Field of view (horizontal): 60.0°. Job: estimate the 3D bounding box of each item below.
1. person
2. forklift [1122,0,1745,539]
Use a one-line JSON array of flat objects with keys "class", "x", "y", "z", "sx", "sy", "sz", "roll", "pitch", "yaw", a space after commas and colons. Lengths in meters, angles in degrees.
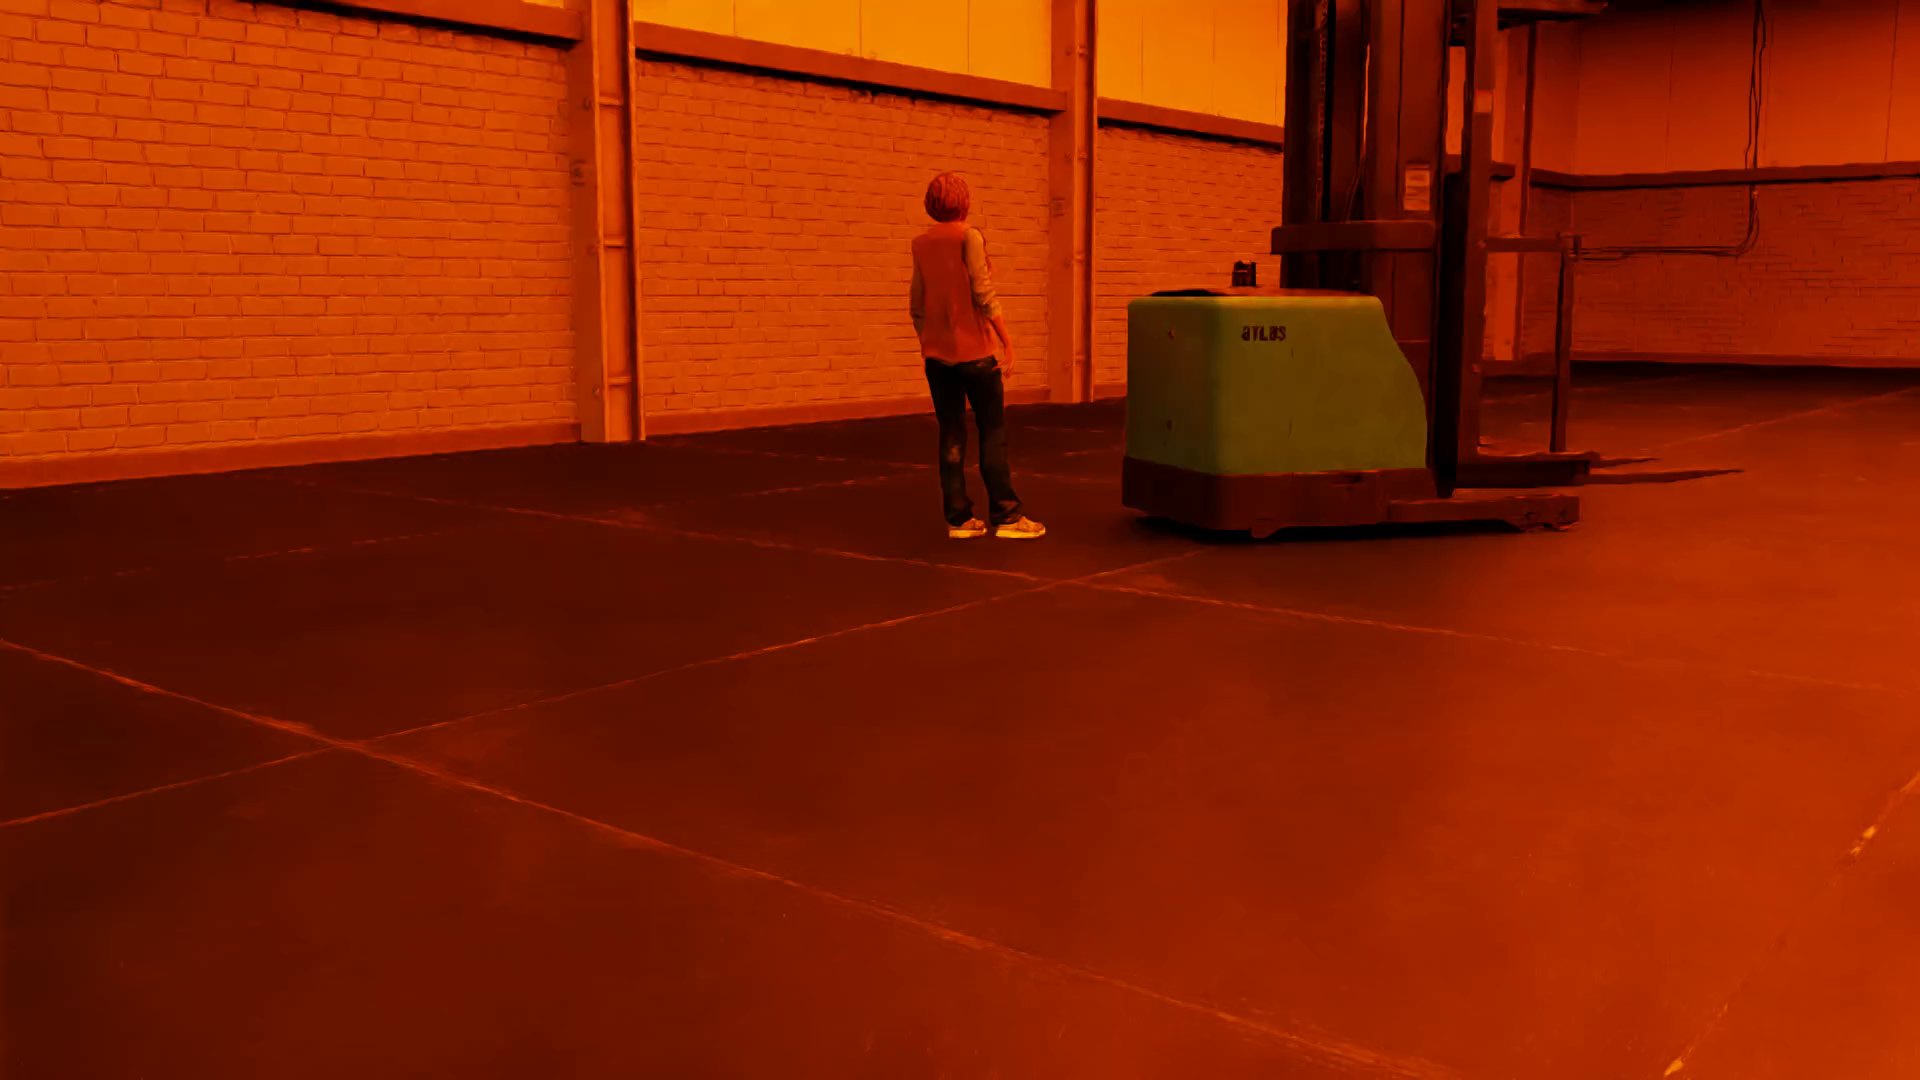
[{"class": "person", "x": 0.057, "y": -0.804, "z": 7.337, "sx": 0.520, "sy": 1.597, "sz": 0.474, "roll": 7, "pitch": 11, "yaw": 38}, {"class": "forklift", "x": 2.363, "y": -1.558, "z": 7.928, "sx": 3.031, "sy": 2.935, "sz": 1.130, "roll": -3, "pitch": 9, "yaw": -18}]
